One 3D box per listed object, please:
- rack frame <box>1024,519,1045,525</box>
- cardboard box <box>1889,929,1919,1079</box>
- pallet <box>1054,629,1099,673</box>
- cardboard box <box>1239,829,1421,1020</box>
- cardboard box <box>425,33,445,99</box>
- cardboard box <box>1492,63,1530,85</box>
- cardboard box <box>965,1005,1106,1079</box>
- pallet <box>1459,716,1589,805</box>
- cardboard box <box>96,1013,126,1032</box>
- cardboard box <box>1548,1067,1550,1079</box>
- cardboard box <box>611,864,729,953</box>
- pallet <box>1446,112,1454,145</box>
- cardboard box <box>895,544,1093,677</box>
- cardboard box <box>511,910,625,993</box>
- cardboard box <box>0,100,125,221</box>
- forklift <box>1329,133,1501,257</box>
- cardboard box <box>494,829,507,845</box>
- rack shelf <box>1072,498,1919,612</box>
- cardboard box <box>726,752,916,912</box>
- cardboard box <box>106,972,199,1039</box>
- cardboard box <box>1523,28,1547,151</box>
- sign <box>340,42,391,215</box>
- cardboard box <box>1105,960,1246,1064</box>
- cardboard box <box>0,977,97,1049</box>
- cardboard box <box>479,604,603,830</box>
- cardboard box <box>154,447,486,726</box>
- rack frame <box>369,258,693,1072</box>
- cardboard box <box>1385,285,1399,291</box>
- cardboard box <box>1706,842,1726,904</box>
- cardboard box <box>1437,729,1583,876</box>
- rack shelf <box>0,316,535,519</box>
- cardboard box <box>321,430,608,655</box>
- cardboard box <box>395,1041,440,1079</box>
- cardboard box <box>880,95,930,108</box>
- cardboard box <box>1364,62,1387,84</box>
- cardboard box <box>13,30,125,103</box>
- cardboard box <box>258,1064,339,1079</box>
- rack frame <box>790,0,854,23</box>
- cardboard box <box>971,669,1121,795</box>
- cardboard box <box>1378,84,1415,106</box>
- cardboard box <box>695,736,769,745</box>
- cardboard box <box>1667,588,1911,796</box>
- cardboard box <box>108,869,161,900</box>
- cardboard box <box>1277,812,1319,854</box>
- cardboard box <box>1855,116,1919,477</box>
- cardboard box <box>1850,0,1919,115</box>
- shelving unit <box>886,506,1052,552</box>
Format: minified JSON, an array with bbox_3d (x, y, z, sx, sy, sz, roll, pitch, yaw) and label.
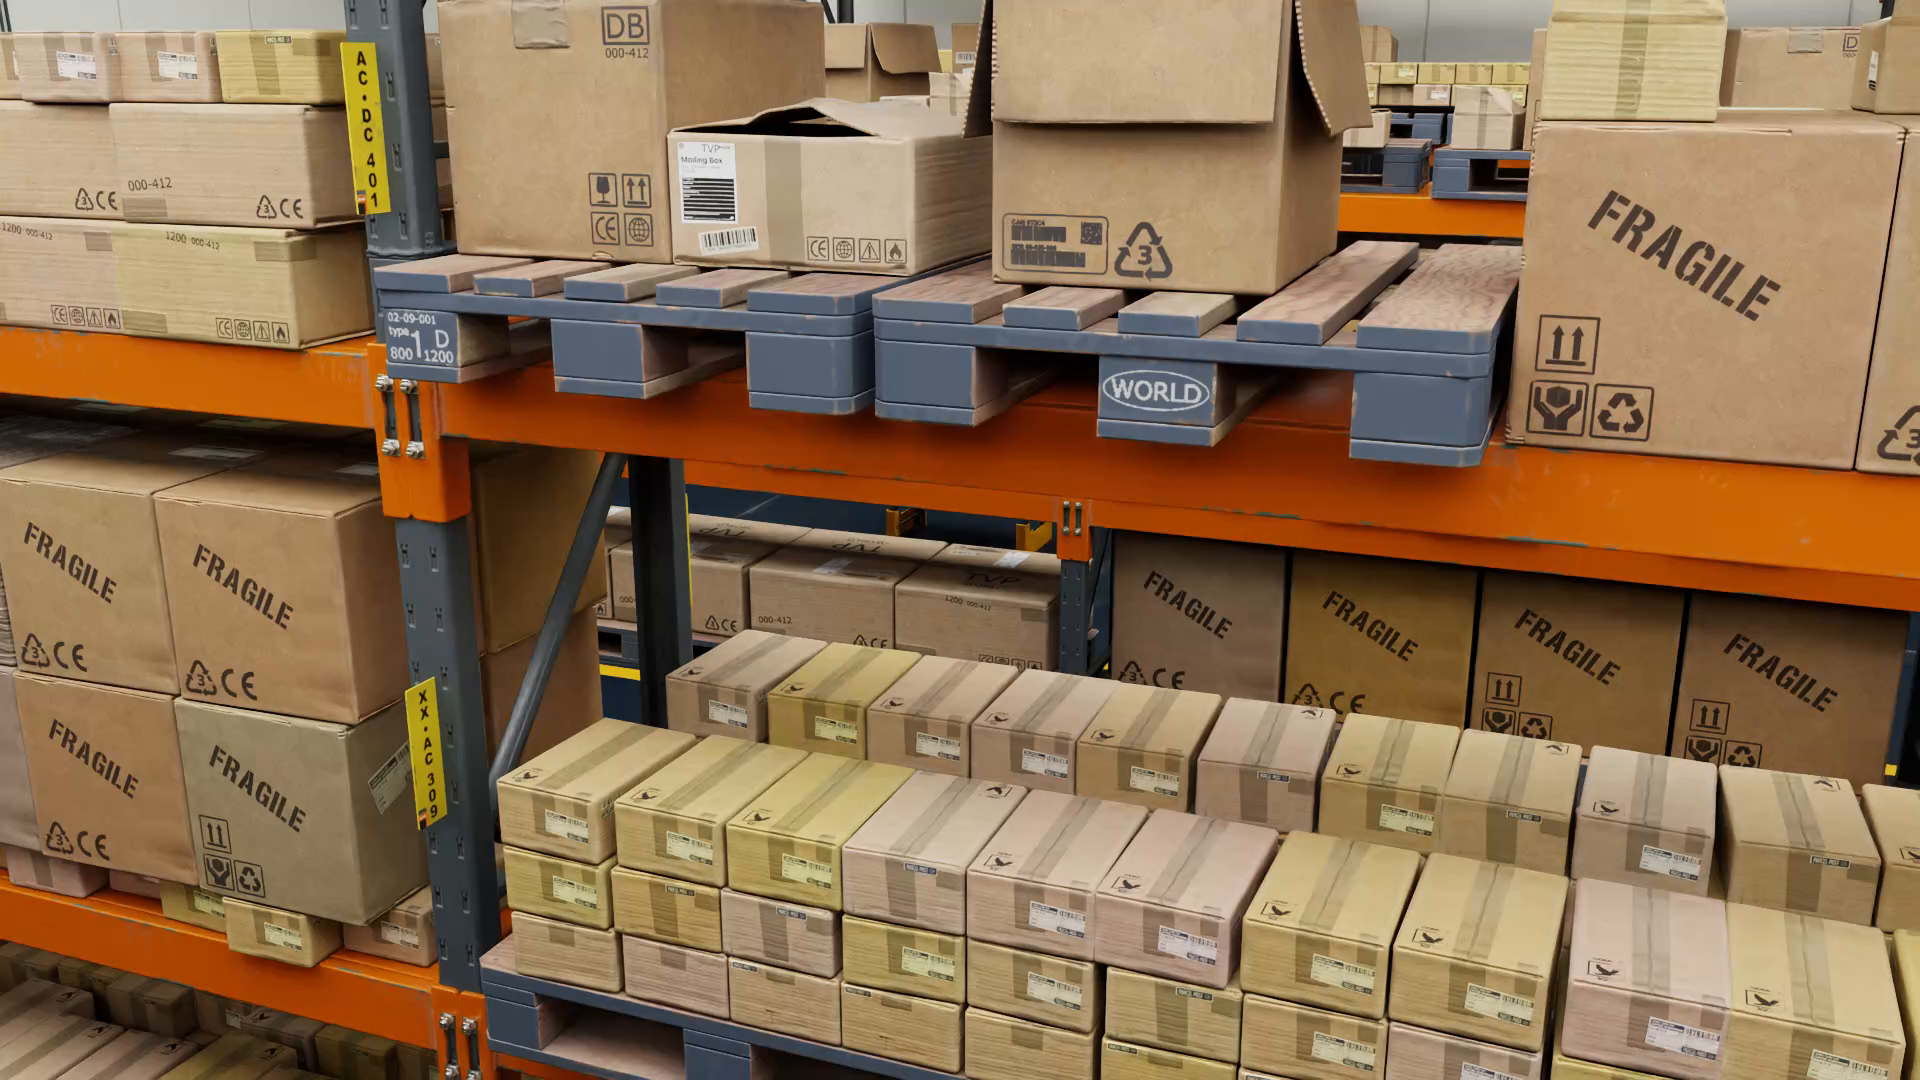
[{"bbox_3d":[0.552,-0.660,11.755,0.032,1.500,0.500,6,17,21],"label":"rack frame"},{"bbox_3d":[1.649,0.799,2.671,0.250,0.149,0.380,7,18,22],"label":"cardboard box"},{"bbox_3d":[0.072,0.688,9.426,1.213,0.211,1.003,6,17,21],"label":"pallet"},{"bbox_3d":[0.682,0.692,3.039,0.250,0.149,0.380,7,18,22],"label":"cardboard box"},{"bbox_3d":[-1.153,-1.152,4.038,0.250,0.149,0.380,6,17,20],"label":"cardboard box"},{"bbox_3d":[3.909,-3.295,11.748,0.250,0.149,0.380,6,17,21],"label":"cardboard box"},{"bbox_3d":[0.188,0.925,3.305,0.250,0.149,0.380,5,17,18],"label":"cardboard box"},{"bbox_3d":[2.635,0.970,8.455,1.213,0.211,1.003,6,17,21],"label":"pallet"},{"bbox_3d":[-2.628,1.491,5.486,0.250,0.149,0.380,6,17,21],"label":"cardboard box"},{"bbox_3d":[1.171,1.032,2.935,0.250,0.149,0.380,5,17,18],"label":"cardboard box"},{"bbox_3d":[-0.532,0.703,3.537,0.250,0.149,0.380,6,17,20],"label":"cardboard box"},{"bbox_3d":[4.116,-3.001,12.088,1.003,0.211,1.213,6,17,21],"label":"pallet"},{"bbox_3d":[0.206,0.383,9.315,0.875,0.438,0.875,6,17,20],"label":"cardboard box"},{"bbox_3d":[-0.774,0.819,3.668,0.250,0.149,0.380,5,17,18],"label":"cardboard box"},{"bbox_3d":[-1.974,-0.905,3.904,0.500,0.250,0.500,6,17,18],"label":"cardboard box"},{"bbox_3d":[2.878,-1.022,10.437,3.031,2.935,1.130,7,18,24],"label":"forklift"},{"bbox_3d":[-1.115,0.748,4.668,0.250,0.149,0.380,7,18,23],"label":"cardboard box"},{"bbox_3d":[2.611,-0.003,8.095,4.000,0.370,1.077,6,17,21],"label":"rack shelf"},{"bbox_3d":[-0.275,0.588,3.400,0.250,0.149,0.380,6,17,21],"label":"cardboard box"},{"bbox_3d":[-2.445,1.403,5.255,0.250,0.149,0.380,6,17,18],"label":"cardboard box"},{"bbox_3d":[2.726,-1.939,7.161,0.500,0.500,0.500,6,17,21],"label":"cardboard box"},{"bbox_3d":[-1.163,-0.806,3.264,0.005,0.325,0.100,6,17,21],"label":"sign"},{"bbox_3d":[0.449,0.810,3.169,0.250,0.149,0.380,6,17,20],"label":"cardboard box"},{"bbox_3d":[-2.829,1.486,4.969,0.250,0.149,0.380,6,17,21],"label":"cardboard box"},{"bbox_3d":[-1.340,0.434,4.585,0.500,0.500,0.500,6,17,20],"label":"cardboard box"},{"bbox_3d":[-1.508,0.092,3.971,0.500,0.500,0.500,6,17,19],"label":"cardboard box"},{"bbox_3d":[-0.971,0.741,4.241,0.127,3.000,1.000,6,17,21],"label":"rack frame"},{"bbox_3d":[2.207,-0.993,8.241,0.500,0.500,0.500,7,18,22],"label":"cardboard box"},{"bbox_3d":[1.636,0.745,3.390,0.250,0.149,0.380,6,17,21],"label":"cardboard box"},{"bbox_3d":[1.168,0.552,3.523,0.250,0.149,0.380,7,18,22],"label":"cardboard box"},{"bbox_3d":[-2.832,-0.559,4.628,4.000,0.370,1.077,6,17,21],"label":"rack shelf"},{"bbox_3d":[-1.302,-0.039,4.423,0.500,0.500,0.500,7,17,22],"label":"cardboard box"},{"bbox_3d":[-1.450,1.490,4.954,0.250,0.149,0.380,7,18,23],"label":"cardboard box"},{"bbox_3d":[-0.207,-2.132,8.276,0.250,0.149,0.380,7,17,22],"label":"cardboard box"},{"bbox_3d":[2.960,-3.400,12.110,0.250,0.149,0.380,7,17,22],"label":"cardboard box"},{"bbox_3d":[-1.855,-1.059,3.717,0.250,0.149,0.380,6,17,21],"label":"cardboard box"},{"bbox_3d":[-1.884,1.614,4.526,0.250,0.149,0.380,6,17,20],"label":"cardboard box"},{"bbox_3d":[-1.152,-5.131,13.708,0.127,3.000,1.000,6,17,21],"label":"rack frame"},{"bbox_3d":[0.208,0.446,3.889,0.250,0.149,0.380,6,17,20],"label":"cardboard box"},{"bbox_3d":[3.200,-3.241,12.095,0.250,0.149,0.380,6,17,21],"label":"cardboard box"},{"bbox_3d":[-0.529,0.507,4.212,0.250,0.149,0.380,7,18,22],"label":"cardboard box"},{"bbox_3d":[3.860,0.582,7.845,0.875,0.875,0.875,6,17,20],"label":"cardboard box"},{"bbox_3d":[-2.044,0.808,4.461,0.250,0.149,0.380,6,17,19],"label":"cardboard box"},{"bbox_3d":[0.699,0.640,3.751,0.250,0.149,0.380,6,17,21],"label":"cardboard box"},{"bbox_3d":[1.655,-0.379,2.538,0.500,0.500,0.500,6,17,21],"label":"cardboard box"},{"bbox_3d":[1.743,-0.888,2.918,0.258,0.266,0.396,6,17,21],"label":"cardboard box"},{"bbox_3d":[0.071,-0.712,11.938,1.083,1.500,0.587,6,17,21],"label":"shelving unit"}]
